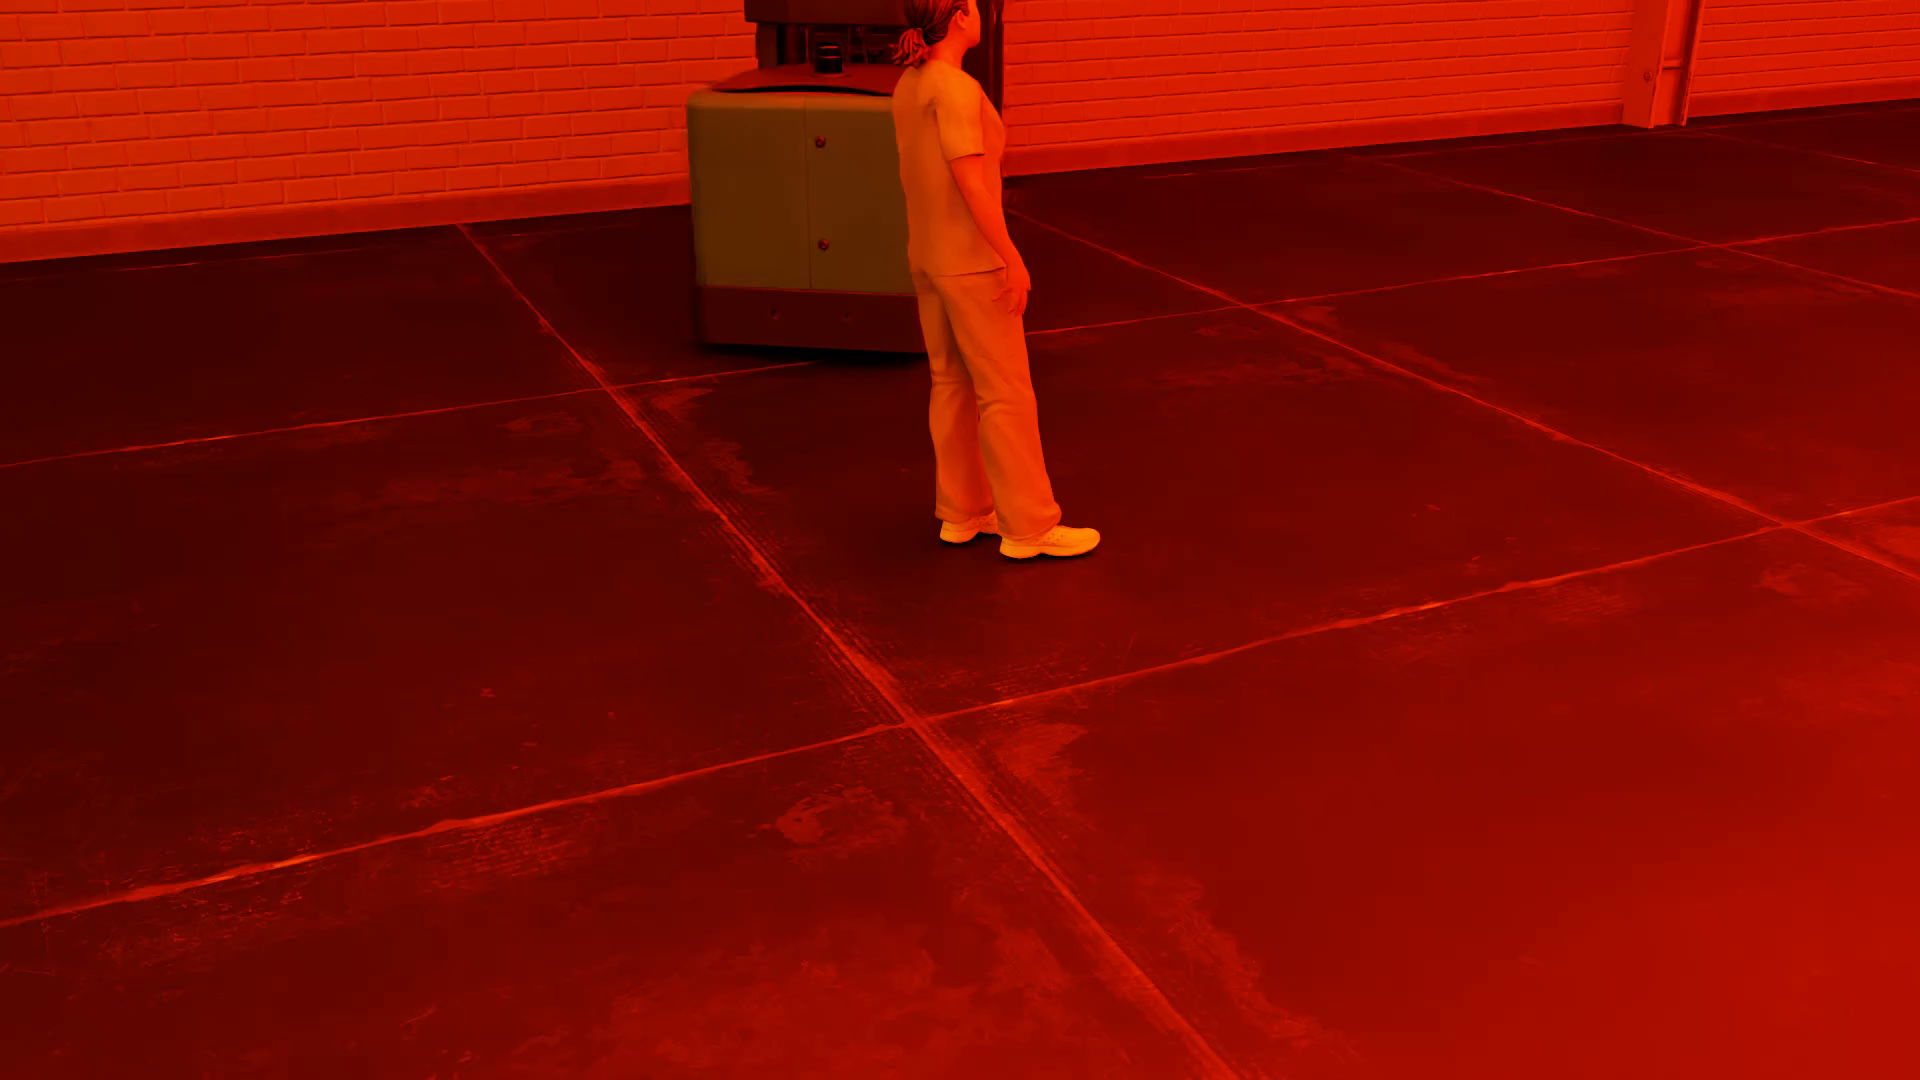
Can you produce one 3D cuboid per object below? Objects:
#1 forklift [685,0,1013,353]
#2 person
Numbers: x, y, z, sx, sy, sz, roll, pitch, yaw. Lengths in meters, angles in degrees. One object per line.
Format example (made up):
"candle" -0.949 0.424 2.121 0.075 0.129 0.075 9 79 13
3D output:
"forklift" -0.345 -2.645 7.652 1.130 2.935 3.031 4 23 9
"person" 0.073 -0.783 4.802 0.548 1.663 0.549 -10 25 -23
